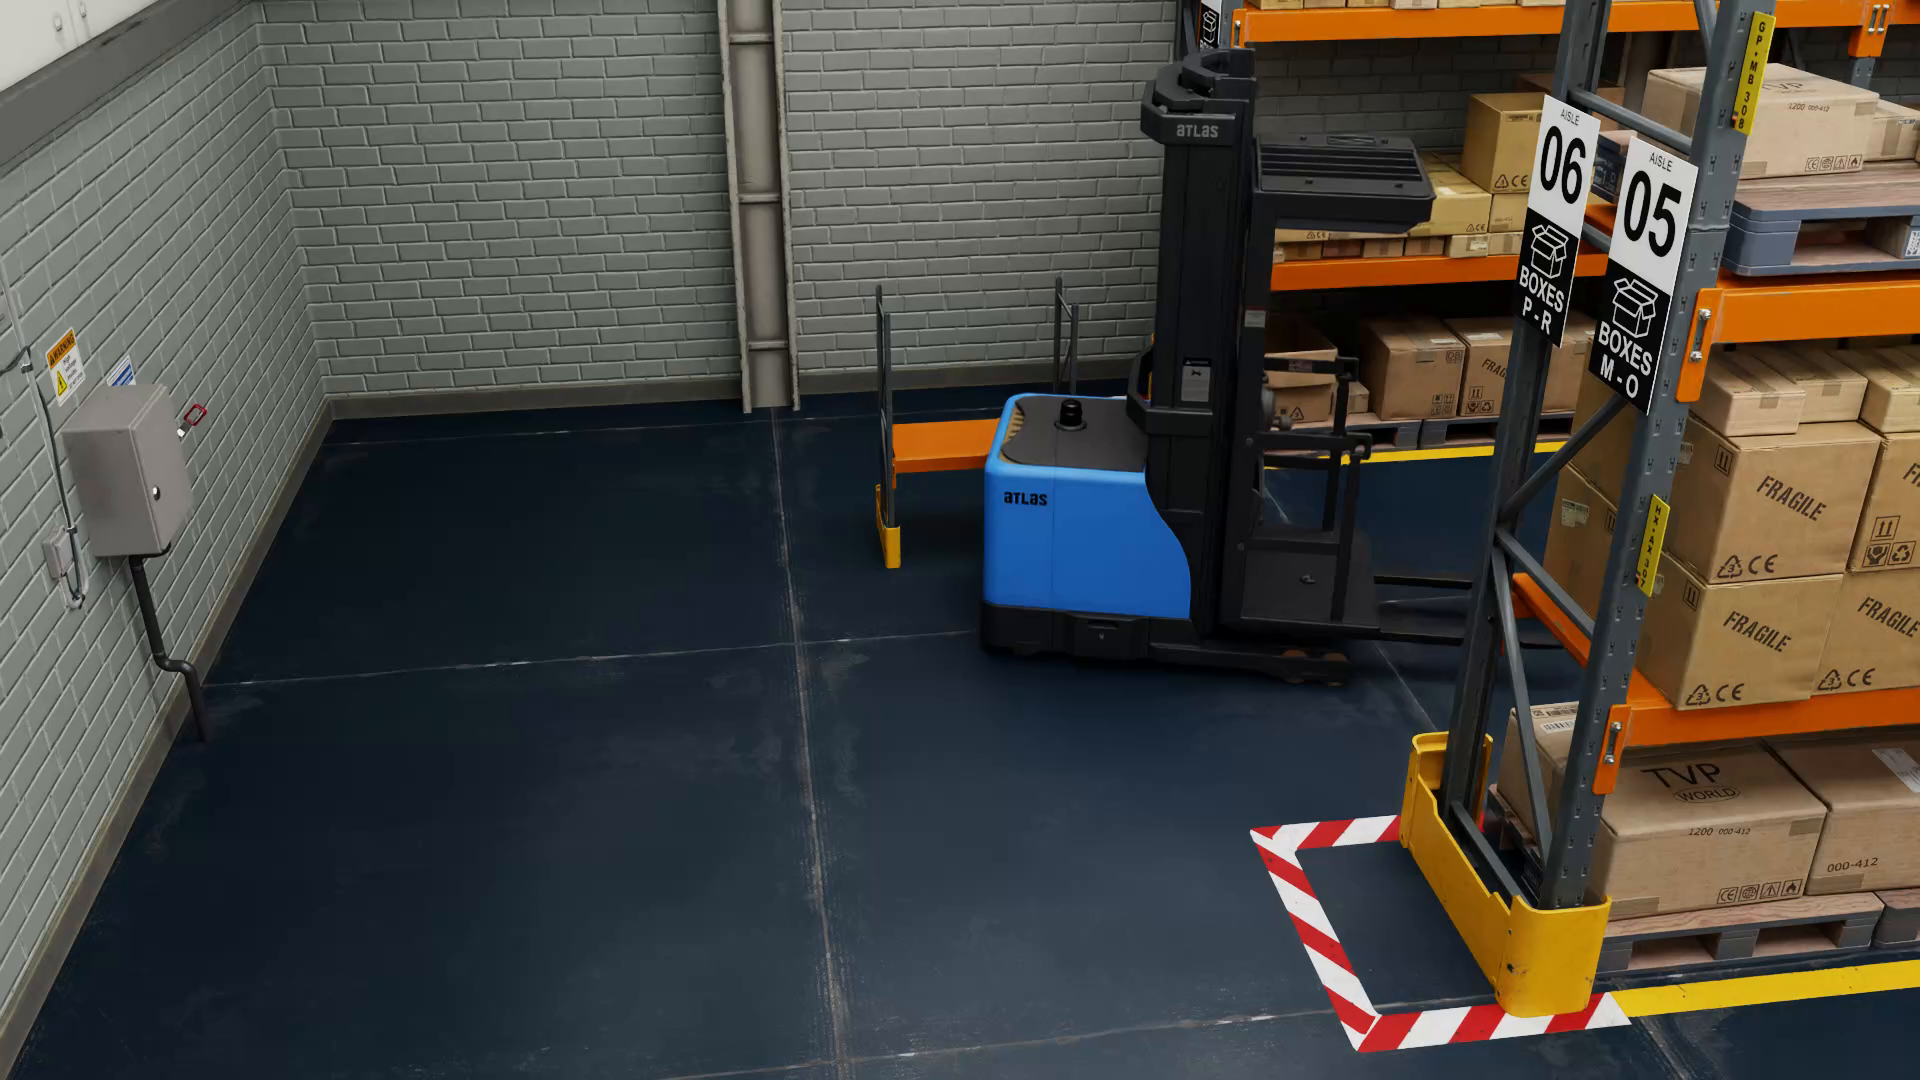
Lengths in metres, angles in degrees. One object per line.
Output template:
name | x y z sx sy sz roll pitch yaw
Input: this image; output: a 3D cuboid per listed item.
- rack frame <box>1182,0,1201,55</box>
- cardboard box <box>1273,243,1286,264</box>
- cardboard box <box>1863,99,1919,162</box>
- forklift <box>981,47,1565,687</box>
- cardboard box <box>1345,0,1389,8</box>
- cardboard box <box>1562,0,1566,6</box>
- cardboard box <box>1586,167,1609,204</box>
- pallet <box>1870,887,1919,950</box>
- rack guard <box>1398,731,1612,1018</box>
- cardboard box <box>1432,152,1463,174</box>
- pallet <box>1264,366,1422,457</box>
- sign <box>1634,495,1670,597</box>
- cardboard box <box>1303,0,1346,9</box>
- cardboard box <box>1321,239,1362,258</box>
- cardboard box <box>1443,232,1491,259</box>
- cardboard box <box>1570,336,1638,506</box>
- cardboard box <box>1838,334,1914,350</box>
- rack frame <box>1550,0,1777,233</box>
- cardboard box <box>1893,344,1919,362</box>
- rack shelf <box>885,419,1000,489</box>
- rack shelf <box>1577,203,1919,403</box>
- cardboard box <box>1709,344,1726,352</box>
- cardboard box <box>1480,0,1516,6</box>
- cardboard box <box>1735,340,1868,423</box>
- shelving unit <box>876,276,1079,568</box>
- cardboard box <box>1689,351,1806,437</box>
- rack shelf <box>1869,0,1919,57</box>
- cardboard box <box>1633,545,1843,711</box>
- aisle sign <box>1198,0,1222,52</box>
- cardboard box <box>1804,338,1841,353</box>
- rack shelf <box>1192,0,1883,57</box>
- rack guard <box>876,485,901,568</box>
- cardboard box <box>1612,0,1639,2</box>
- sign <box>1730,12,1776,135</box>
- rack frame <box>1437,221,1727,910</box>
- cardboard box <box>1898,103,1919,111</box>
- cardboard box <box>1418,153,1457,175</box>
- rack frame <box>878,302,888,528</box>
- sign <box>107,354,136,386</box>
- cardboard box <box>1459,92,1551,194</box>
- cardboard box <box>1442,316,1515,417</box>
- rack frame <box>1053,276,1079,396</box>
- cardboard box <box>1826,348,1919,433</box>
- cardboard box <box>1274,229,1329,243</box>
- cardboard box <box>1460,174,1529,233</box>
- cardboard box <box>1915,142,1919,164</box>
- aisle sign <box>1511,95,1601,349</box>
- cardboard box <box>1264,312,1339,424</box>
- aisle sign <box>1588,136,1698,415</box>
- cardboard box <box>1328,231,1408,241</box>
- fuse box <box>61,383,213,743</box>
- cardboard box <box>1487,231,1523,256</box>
rack frame | 1.476 -2.054 10.466 0.053 2.616 0.949 -4 27 -7
cardboard box | 1.840 -1.840 10.326 0.250 0.149 0.380 -4 27 -8
cardboard box | 3.008 -1.398 5.608 0.250 0.149 0.380 -6 28 -11
forklift | 1.668 -0.832 8.161 3.031 2.935 1.130 4 27 8
cardboard box | 2.336 -3.230 9.749 0.250 0.149 0.380 -4 27 -7
cardboard box | 3.602 -3.265 9.816 0.250 0.149 0.380 -3 27 -6
cardboard box | 3.977 -2.168 10.528 0.500 0.250 0.500 -4 27 -7
pallet | 4.158 1.267 7.050 1.213 0.211 1.003 -4 27 -7
rack guard | 2.147 1.302 6.664 0.348 0.500 1.175 -4 27 -7
cardboard box | 3.414 -2.365 10.911 0.500 0.250 0.500 -4 27 -7
pallet | 2.341 -0.870 11.215 1.213 0.211 1.003 -4 27 -7
sign | 2.243 0.019 5.391 0.005 0.325 0.100 -4 27 -7
cardboard box | 2.080 -3.222 9.732 0.250 0.149 0.380 -3 27 -6
cardboard box | 2.341 -1.910 10.461 0.250 0.149 0.380 -4 27 -8
cardboard box | 3.122 -1.900 10.442 0.250 0.149 0.380 -4 27 -9
cardboard box | 2.615 -0.439 6.115 0.500 0.500 0.500 -3 27 -5
cardboard box | 3.246 -0.782 6.072 0.250 0.149 0.380 -3 27 -6
rack frame | 2.171 -2.481 4.727 0.127 3.000 1.000 -4 27 -7
cardboard box | 3.342 -0.525 5.573 0.250 0.149 0.380 -5 28 -9
rack shelf | 0.084 -0.513 9.500 1.000 0.185 0.538 -4 27 -7
rack shelf | 4.152 -0.953 5.824 4.000 0.370 1.077 -4 27 -7
cardboard box | 2.499 -0.703 5.918 0.250 0.149 0.380 -3 27 -6
cardboard box | 3.092 -3.263 9.813 0.250 0.149 0.380 -4 27 -8
cardboard box | 2.811 -0.536 5.593 0.250 0.149 0.380 -3 27 -6
shelving unit | 0.075 -0.672 9.417 1.083 1.500 0.587 -4 27 -7
cardboard box | 2.561 -0.487 5.498 0.250 0.149 0.380 -3 27 -6
rack shelf | 7.418 -3.451 10.693 4.000 0.370 1.077 -4 27 -7
cardboard box | 2.687 0.243 5.880 0.500 0.500 0.500 -4 27 -8
aisle sign | 1.449 -3.075 9.609 0.004 0.787 0.394 -4 27 -7
cardboard box | 2.991 -0.784 6.077 0.250 0.149 0.380 -4 27 -8
rack shelf | 3.457 -3.197 10.197 4.000 0.370 1.077 -4 27 -7
rack guard | -0.418 -0.084 9.641 0.087 0.250 0.587 -4 27 -7
cardboard box | 3.851 -3.312 9.909 0.250 0.149 0.380 -3 27 -7
sign | 2.243 -1.319 4.705 0.005 0.325 0.100 -4 27 -7
rack frame | 2.171 0.189 6.097 0.127 3.000 1.000 -4 27 -7
cardboard box | 6.460 -2.503 10.774 0.500 0.500 0.700 -3 27 -7
cardboard box | 2.896 -2.332 10.847 0.500 0.250 0.500 -3 27 -5
rack frame | -0.419 -0.641 9.357 0.013 1.308 0.475 -4 27 -7
sign | -3.831 -0.569 7.677 0.001 0.494 0.329 -4 27 -7
cardboard box | 3.448 -2.457 10.270 0.500 0.500 0.500 -3 27 -6
cardboard box | 3.484 -1.151 10.986 0.500 0.500 0.500 -3 27 -6
rack frame | 0.588 -0.705 9.481 0.032 1.500 0.500 -4 27 -7
cardboard box | 3.084 -0.500 5.524 0.250 0.149 0.380 -3 27 -6
cardboard box | 1.963 -2.028 10.255 0.500 0.250 0.500 -4 27 -7
cardboard box | 3.467 -2.136 10.465 0.500 0.250 0.500 -4 27 -8
cardboard box | 3.281 -1.231 5.283 0.250 0.149 0.380 -3 27 -5
aisle sign | 2.057 -1.104 5.767 0.004 0.787 0.394 -4 27 -7
cardboard box | 2.095 -1.127 10.936 0.637 0.503 0.797 -5 28 -9
aisle sign | 2.140 -0.832 5.239 0.004 0.787 0.394 -4 27 -7
cardboard box | 2.462 -2.060 10.317 0.500 0.250 0.500 -3 27 -7
fuse box | -3.557 0.172 7.540 0.414 1.711 0.539 -4 27 -7
cardboard box | 3.380 -1.926 10.492 0.250 0.149 0.380 -3 27 -6
